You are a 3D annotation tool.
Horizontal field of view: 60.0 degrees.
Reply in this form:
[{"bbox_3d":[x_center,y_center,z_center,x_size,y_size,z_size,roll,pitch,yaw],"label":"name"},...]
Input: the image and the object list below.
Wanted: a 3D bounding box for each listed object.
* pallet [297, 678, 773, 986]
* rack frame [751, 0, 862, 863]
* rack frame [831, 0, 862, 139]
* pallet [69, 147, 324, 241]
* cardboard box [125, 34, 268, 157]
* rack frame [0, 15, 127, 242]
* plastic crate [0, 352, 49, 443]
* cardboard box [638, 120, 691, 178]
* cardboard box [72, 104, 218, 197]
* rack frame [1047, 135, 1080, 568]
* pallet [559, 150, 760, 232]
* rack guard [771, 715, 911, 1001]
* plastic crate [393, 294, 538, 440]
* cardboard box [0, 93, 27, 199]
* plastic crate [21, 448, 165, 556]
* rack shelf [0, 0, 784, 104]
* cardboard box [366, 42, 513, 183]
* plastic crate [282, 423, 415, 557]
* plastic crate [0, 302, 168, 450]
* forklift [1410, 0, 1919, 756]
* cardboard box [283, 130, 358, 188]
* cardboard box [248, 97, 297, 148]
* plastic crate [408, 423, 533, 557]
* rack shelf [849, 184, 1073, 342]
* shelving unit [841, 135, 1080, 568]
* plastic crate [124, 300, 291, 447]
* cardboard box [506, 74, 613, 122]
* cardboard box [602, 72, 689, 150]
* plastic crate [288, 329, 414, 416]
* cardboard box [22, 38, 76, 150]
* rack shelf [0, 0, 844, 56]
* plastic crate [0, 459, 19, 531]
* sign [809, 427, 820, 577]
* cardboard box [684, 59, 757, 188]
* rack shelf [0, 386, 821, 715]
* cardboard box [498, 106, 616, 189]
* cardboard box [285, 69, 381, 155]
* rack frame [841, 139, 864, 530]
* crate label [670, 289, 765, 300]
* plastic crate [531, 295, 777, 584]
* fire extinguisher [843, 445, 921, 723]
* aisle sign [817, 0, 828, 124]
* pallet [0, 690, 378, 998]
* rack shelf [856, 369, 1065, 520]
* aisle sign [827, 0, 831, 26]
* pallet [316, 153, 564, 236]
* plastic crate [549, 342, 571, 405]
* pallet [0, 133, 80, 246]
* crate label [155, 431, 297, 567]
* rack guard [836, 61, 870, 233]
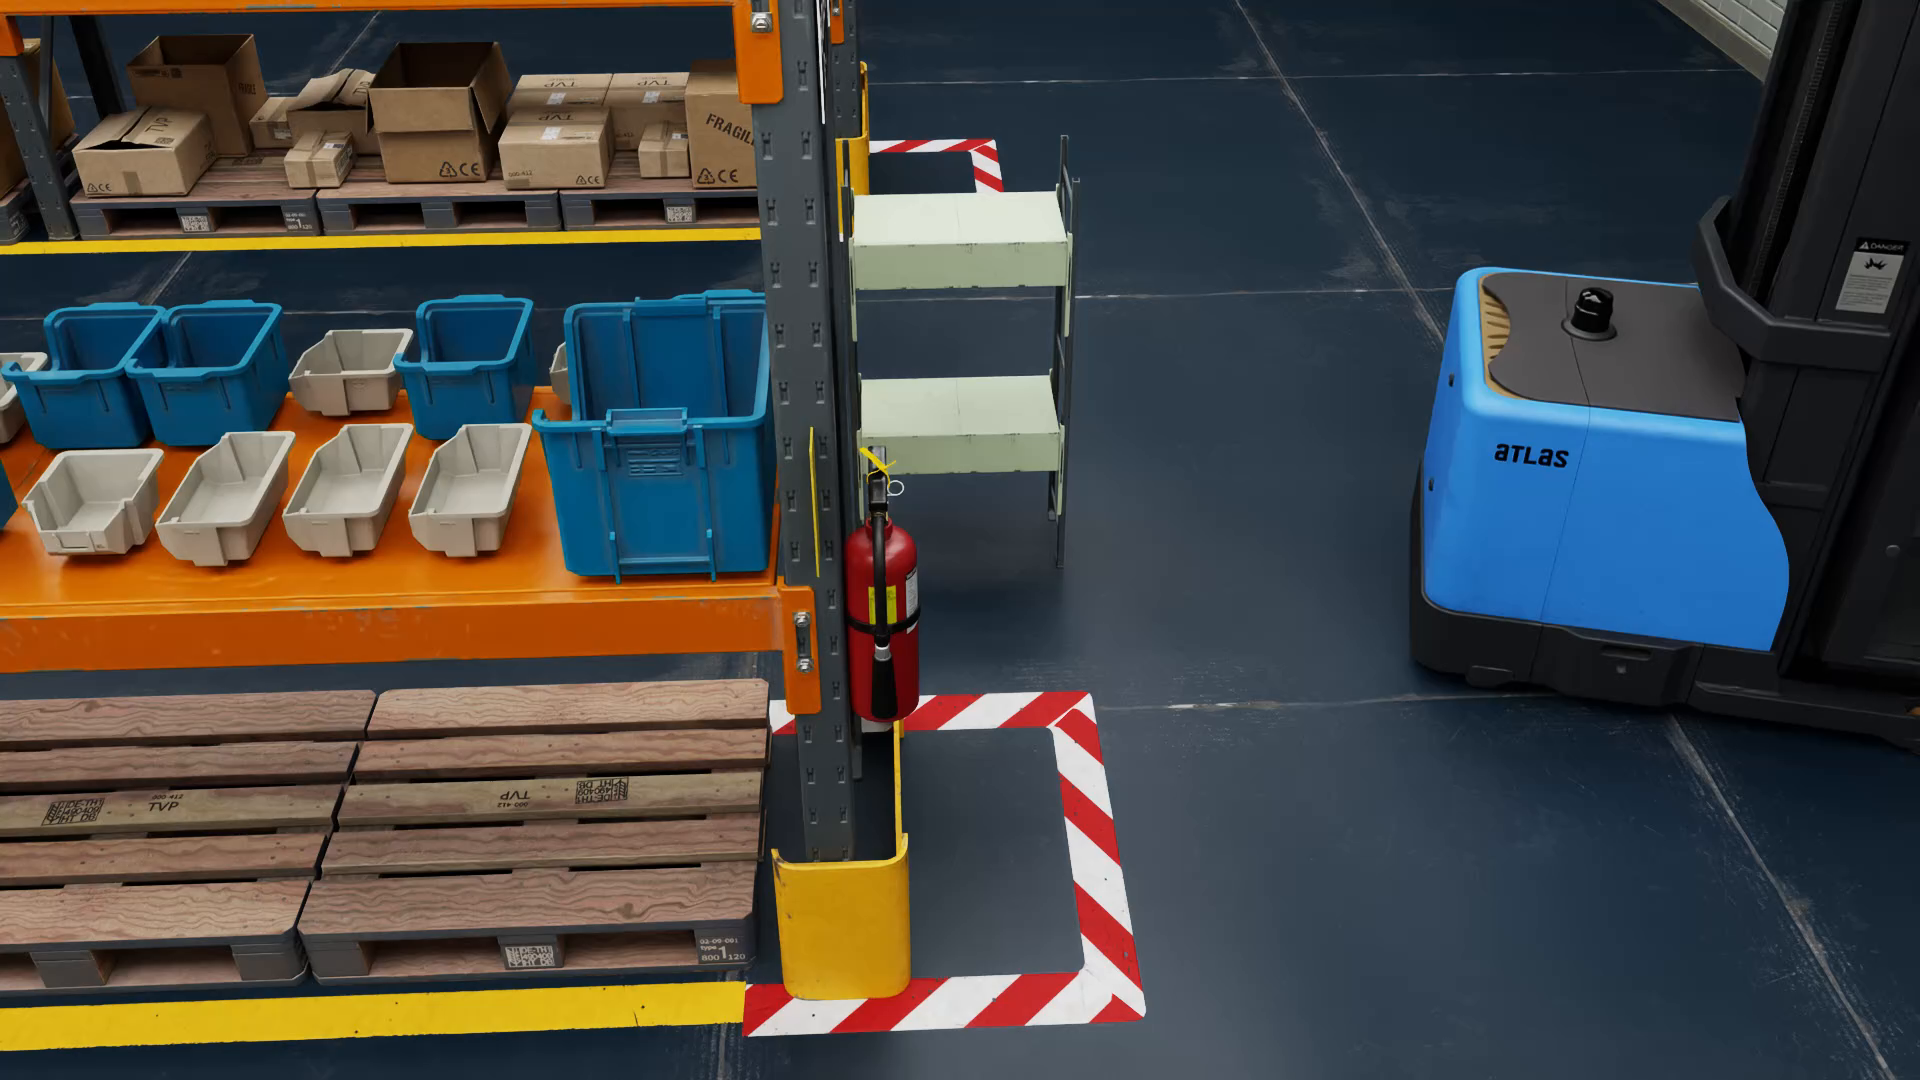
[{"bbox_3d":[-1.180,0.822,4.876,1.213,0.211,1.003,-2,35,-2],"label":"pallet"},{"bbox_3d":[-0.355,-0.324,4.083,0.127,3.000,1.000,-2,35,-2],"label":"rack frame"},{"bbox_3d":[-0.586,-3.140,8.152,0.127,3.000,1.000,-2,35,-2],"label":"rack frame"},{"bbox_3d":[-3.895,-1.904,8.815,1.213,0.211,1.003,-2,35,-2],"label":"pallet"},{"bbox_3d":[-4.025,-2.362,8.837,0.500,0.500,0.500,-2,35,-2],"label":"cardboard box"},{"bbox_3d":[-4.581,-3.032,7.996,0.127,3.000,1.000,-2,35,-2],"label":"rack frame"},{"bbox_3d":[-2.625,-0.351,4.300,0.466,0.136,0.293,-2,35,-2],"label":"plastic crate"},{"bbox_3d":[-1.526,-2.042,8.667,0.250,0.166,0.380,-2,35,-2],"label":"cardboard box"},{"bbox_3d":[-4.152,-1.996,8.474,0.500,0.311,0.500,-2,35,-2],"label":"cardboard box"},{"bbox_3d":[0.359,-0.626,5.837,0.023,1.500,0.400,-2,35,-2],"label":"rack frame"},{"bbox_3d":[-1.458,-1.969,8.910,1.213,0.211,1.003,-2,35,-2],"label":"pallet"},{"bbox_3d":[-0.331,0.695,4.806,0.348,0.500,1.175,-2,35,-2],"label":"rack guard"},{"bbox_3d":[-1.275,-0.443,4.349,0.300,0.233,0.416,-2,35,-2],"label":"plastic crate"},{"bbox_3d":[-5.060,-2.009,8.327,0.500,0.500,0.500,-2,35,-2],"label":"cardboard box"},{"bbox_3d":[-2.023,-0.076,3.903,0.250,0.136,0.298,-2,35,-2],"label":"plastic crate"},{"bbox_3d":[-2.353,-1.208,3.356,4.000,0.370,1.077,-2,35,-2],"label":"rack shelf"},{"bbox_3d":[-2.705,-2.240,8.658,0.637,0.503,0.797,-2,35,-2],"label":"cardboard box"},{"bbox_3d":[-1.451,-0.116,3.961,0.243,0.136,0.396,-2,35,-2],"label":"plastic crate"},{"bbox_3d":[-2.232,-0.417,4.311,0.300,0.233,0.416,-2,35,-2],"label":"plastic crate"},{"bbox_3d":[3.085,-0.827,4.870,3.031,2.935,1.130,7,35,10],"label":"forklift"},{"bbox_3d":[-3.288,-1.966,8.557,0.250,0.166,0.380,-2,35,-2],"label":"cardboard box"},{"bbox_3d":[-3.654,-2.262,9.001,0.250,0.149,0.380,-2,35,-2],"label":"cardboard box"},{"bbox_3d":[-1.161,-0.116,3.960,0.243,0.136,0.396,-2,35,-2],"label":"plastic crate"},{"bbox_3d":[-0.007,-0.937,5.601,0.720,0.370,0.431,-2,35,-2],"label":"rack shelf"},{"bbox_3d":[-0.007,-0.617,5.823,0.755,1.500,0.431,-2,35,-2],"label":"shelving unit"},{"bbox_3d":[-1.932,-0.425,4.323,0.300,0.233,0.416,-2,35,-2],"label":"plastic crate"},{"bbox_3d":[-2.141,-2.310,8.982,0.500,0.250,0.500,-2,35,-2],"label":"cardboard box"},{"bbox_3d":[-1.642,-2.324,9.001,0.500,0.250,0.500,-2,35,-2],"label":"cardboard box"},{"bbox_3d":[-1.619,-0.441,4.431,0.298,0.136,0.250,-2,35,-2],"label":"plastic crate"},{"bbox_3d":[-5.076,-2.311,8.763,0.500,0.500,0.500,-3,35,-4],"label":"cardboard box"},{"bbox_3d":[-2.583,-2.790,8.278,4.000,0.370,1.077,-2,35,-2],"label":"rack shelf"},{"bbox_3d":[-2.394,-0.079,3.823,0.300,0.233,0.416,-2,35,-2],"label":"plastic crate"},{"bbox_3d":[-0.313,-0.079,3.585,0.005,0.325,0.100,-2,35,-2],"label":"sign"},{"bbox_3d":[-1.117,-2.139,8.514,0.500,0.500,0.500,-2,35,-2],"label":"cardboard box"},{"bbox_3d":[-2.353,0.025,4.210,4.000,0.370,1.077,-2,35,-2],"label":"rack shelf"},{"bbox_3d":[-2.067,-2.027,8.573,0.500,0.250,0.500,-2,35,-2],"label":"cardboard box"},{"bbox_3d":[-3.276,-2.305,8.920,0.500,0.311,0.500,-2,35,-2],"label":"cardboard box"},{"bbox_3d":[-0.372,-0.607,5.809,0.023,1.500,0.400,-2,35,-2],"label":"rack frame"},{"bbox_3d":[-0.617,-0.461,4.374,0.303,0.233,0.416,-2,35,-2],"label":"crate label"},{"bbox_3d":[-0.680,-0.248,3.889,0.499,0.435,0.616,-2,35,-2],"label":"plastic crate"},{"bbox_3d":[-0.183,0.115,3.844,0.183,0.674,0.296,-2,35,-2],"label":"fire extinguisher"},{"bbox_3d":[-0.269,-1.229,3.105,0.004,0.787,0.394,-2,35,-2],"label":"aisle sign"},{"bbox_3d":[-2.396,0.854,4.831,1.213,0.211,1.003,-2,35,-2],"label":"pallet"},{"bbox_3d":[-0.007,-0.348,6.008,0.720,0.370,0.431,-2,35,-2],"label":"rack shelf"},{"bbox_3d":[-0.297,-1.564,3.590,0.004,0.787,0.394,-2,35,-2],"label":"aisle sign"},{"bbox_3d":[-2.673,-1.938,8.865,1.213,0.211,1.003,-2,35,-2],"label":"pallet"},{"bbox_3d":[-0.941,-0.460,4.457,0.298,0.136,0.250,-2,35,-2],"label":"plastic crate"},{"bbox_3d":[-5.392,-1.842,8.727,1.213,0.211,1.003,-2,35,-2],"label":"pallet"},{"bbox_3d":[-1.728,-0.095,3.930,0.243,0.136,0.396,-2,35,-2],"label":"crate label"},{"bbox_3d":[-0.661,-2.110,8.860,0.348,0.500,1.175,-2,35,-2],"label":"rack guard"}]
